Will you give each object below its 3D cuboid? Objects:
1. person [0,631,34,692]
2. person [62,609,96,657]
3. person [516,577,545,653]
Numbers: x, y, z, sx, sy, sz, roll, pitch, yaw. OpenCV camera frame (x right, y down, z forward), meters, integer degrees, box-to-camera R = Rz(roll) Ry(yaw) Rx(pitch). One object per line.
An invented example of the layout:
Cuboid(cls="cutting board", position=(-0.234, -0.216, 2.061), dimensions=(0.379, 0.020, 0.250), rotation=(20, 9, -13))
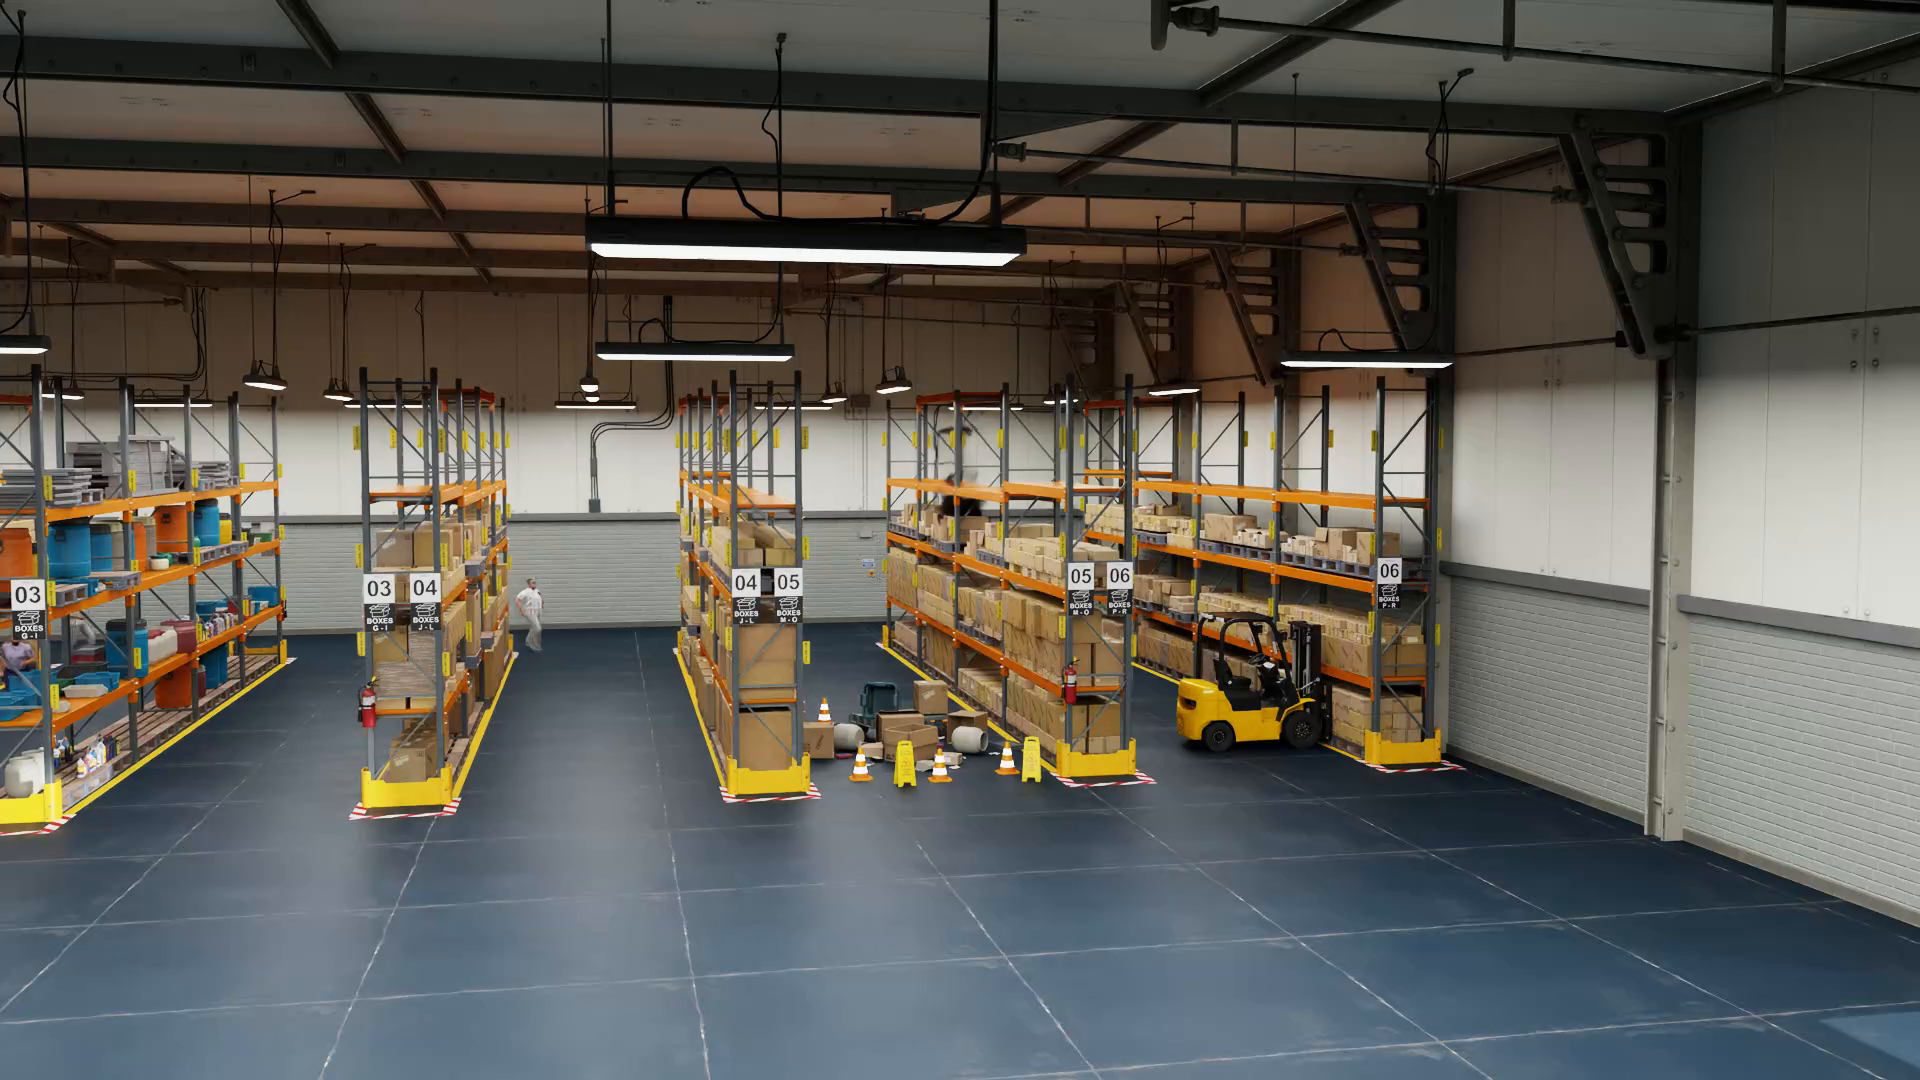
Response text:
Cuboid(cls="person", position=(-16.799, 2.448, 29.650), dimensions=(0.536, 1.688, 0.864), rotation=(-2, 4, -28))
Cuboid(cls="person", position=(-19.912, 1.937, 37.538), dimensions=(0.828, 1.723, 0.578), rotation=(1, 4, 18))
Cuboid(cls="person", position=(-10.183, 1.794, 39.541), dimensions=(0.749, 1.852, 0.697), rotation=(2, 4, 26))
